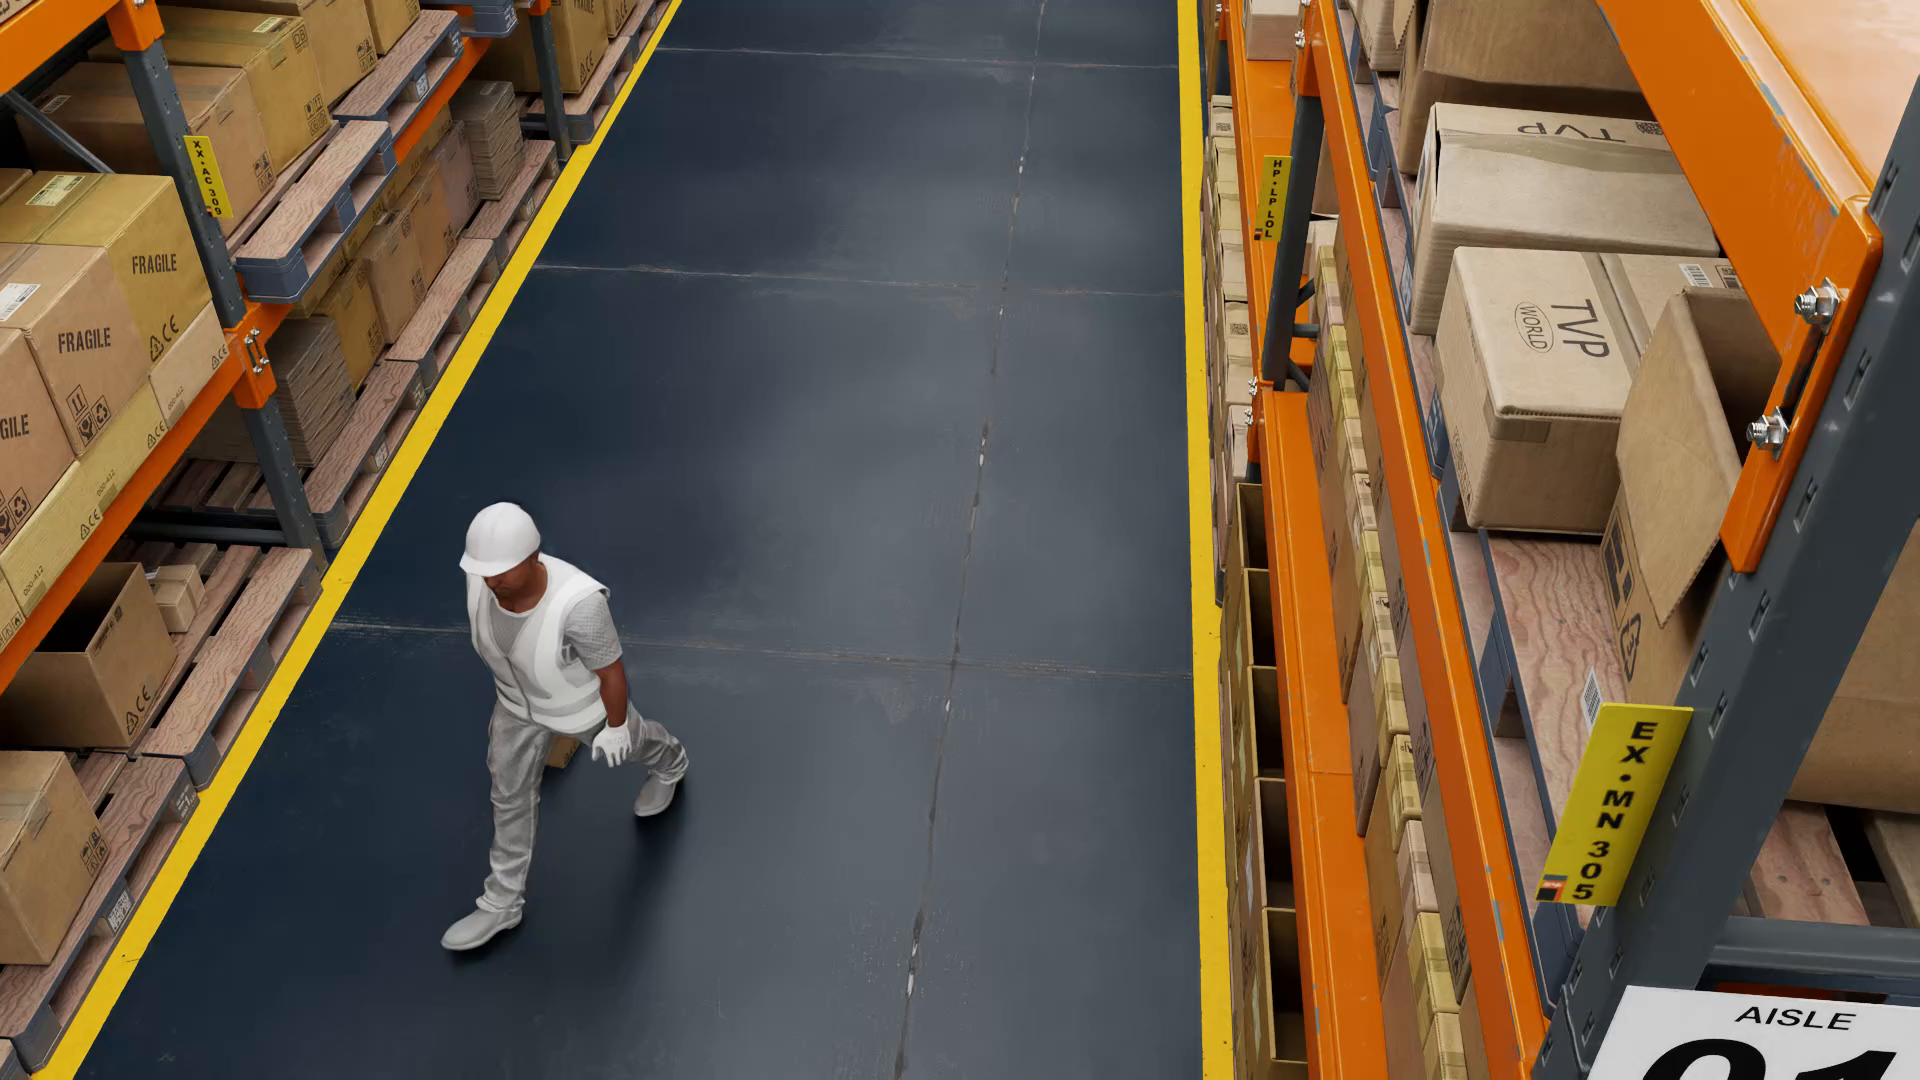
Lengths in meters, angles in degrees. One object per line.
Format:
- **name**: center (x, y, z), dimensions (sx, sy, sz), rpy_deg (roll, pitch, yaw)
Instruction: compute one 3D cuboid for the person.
- **person**: center (-1.348, 0.537, 5.518), dimensions (0.577, 1.714, 1.098), rpy_deg (15, 42, 18)
